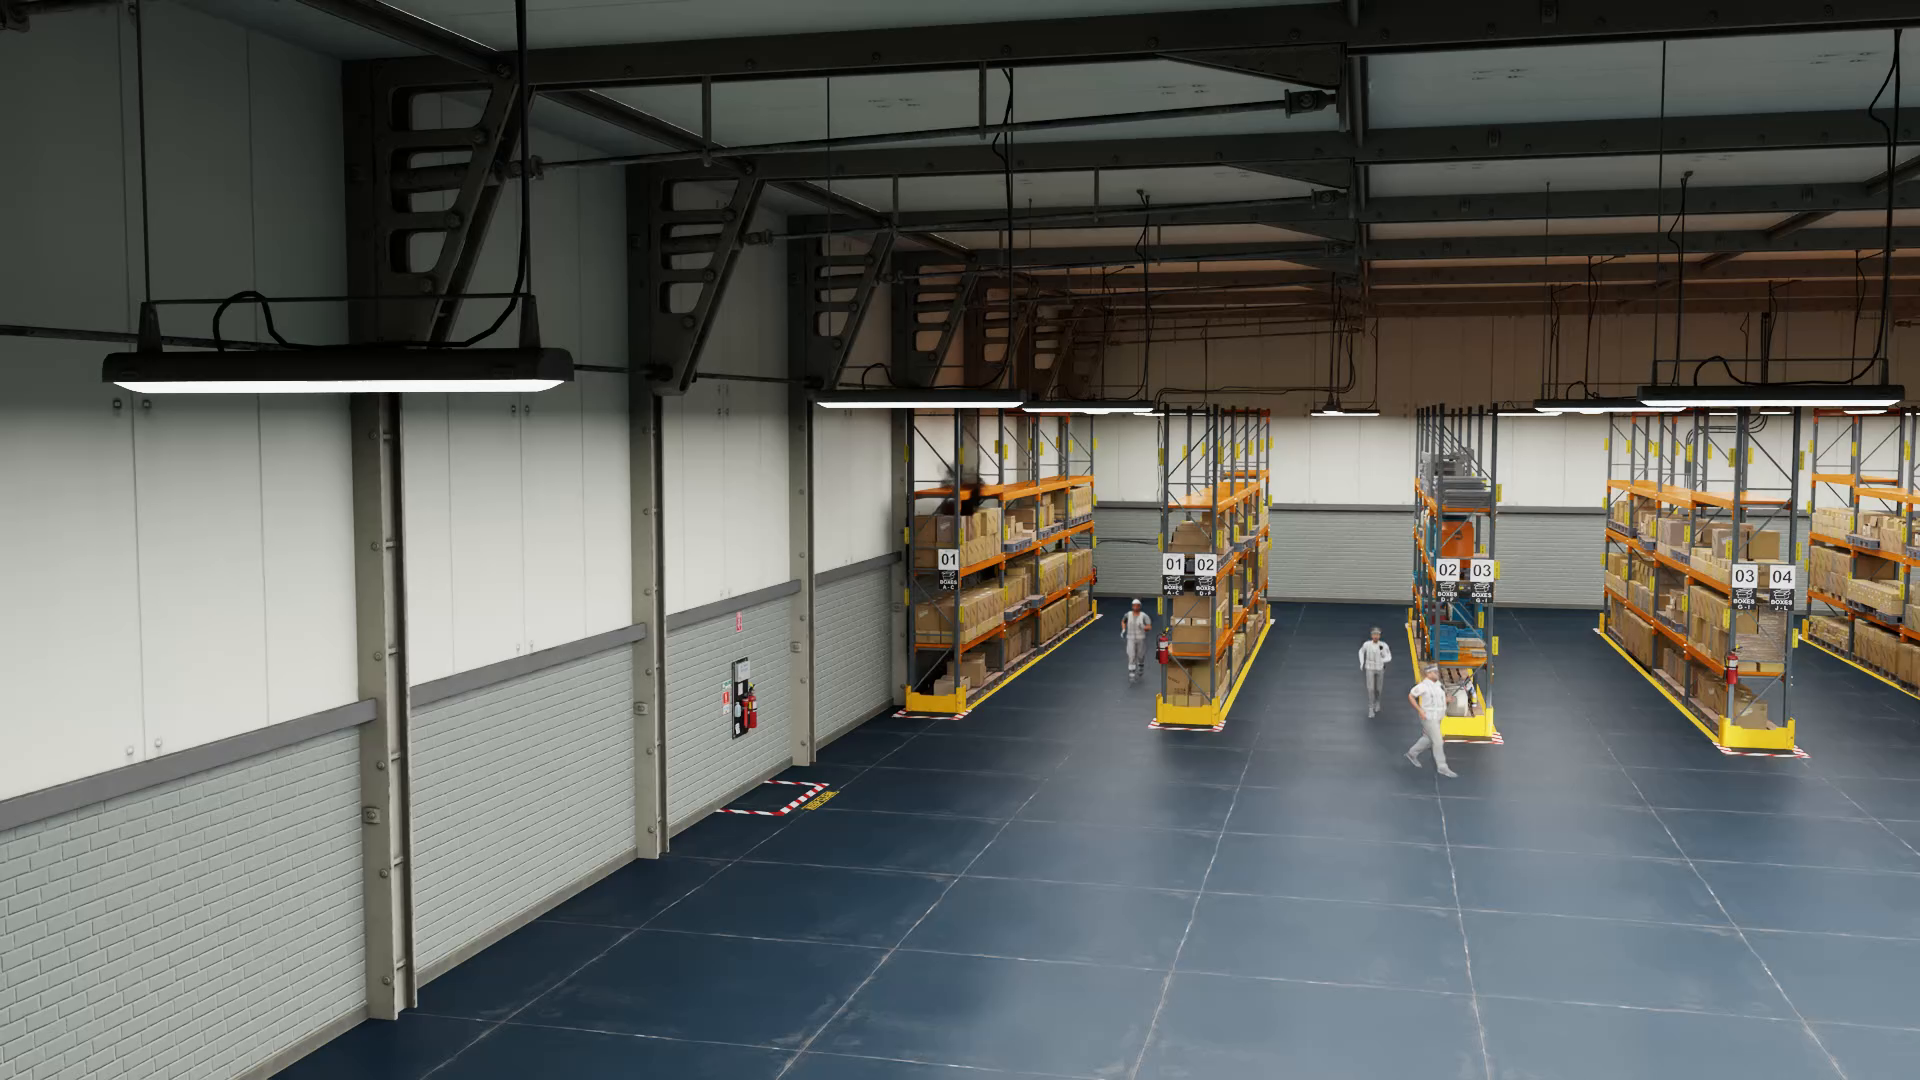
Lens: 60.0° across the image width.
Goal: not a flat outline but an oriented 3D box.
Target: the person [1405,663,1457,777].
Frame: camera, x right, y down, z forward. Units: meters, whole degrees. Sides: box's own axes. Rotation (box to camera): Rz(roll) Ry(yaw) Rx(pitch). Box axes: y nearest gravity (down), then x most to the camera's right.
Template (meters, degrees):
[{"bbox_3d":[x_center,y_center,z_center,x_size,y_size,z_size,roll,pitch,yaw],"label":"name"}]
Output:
[{"bbox_3d":[7.599,2.862,26.785,0.974,1.782,0.658,4,6,42],"label":"person"}]

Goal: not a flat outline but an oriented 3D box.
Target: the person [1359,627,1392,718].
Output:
[{"bbox_3d":[8.012,2.519,32.103,0.611,1.701,0.864,1,4,12],"label":"person"}]

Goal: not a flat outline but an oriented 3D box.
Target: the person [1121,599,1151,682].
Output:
[{"bbox_3d":[3.826,2.172,36.202,0.651,1.764,0.993,1,4,10],"label":"person"}]
